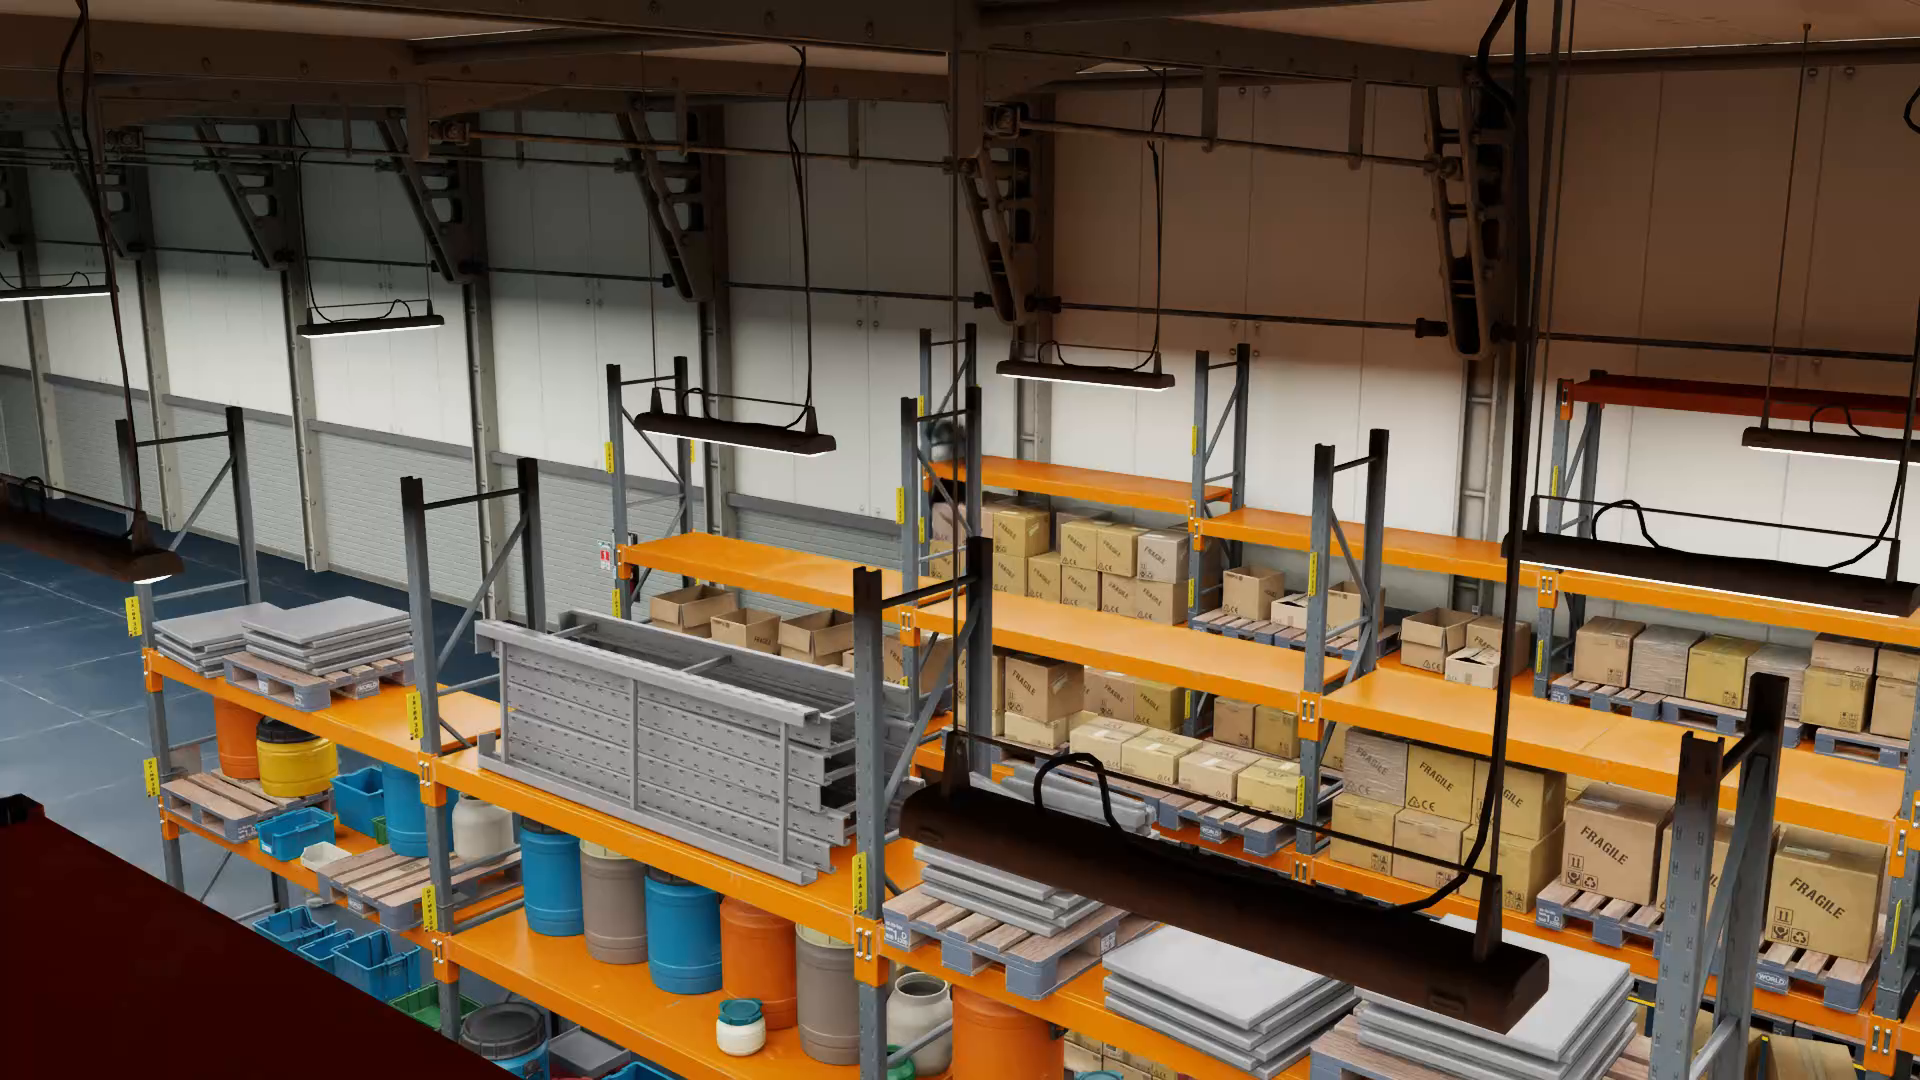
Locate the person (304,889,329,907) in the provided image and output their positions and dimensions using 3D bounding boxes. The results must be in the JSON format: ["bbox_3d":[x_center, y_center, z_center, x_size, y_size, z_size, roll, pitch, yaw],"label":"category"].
[{"bbox_3d":[-7.233,3.181,18.169,0.659,1.754,0.647,-6,14,-25],"label":"person"}]
